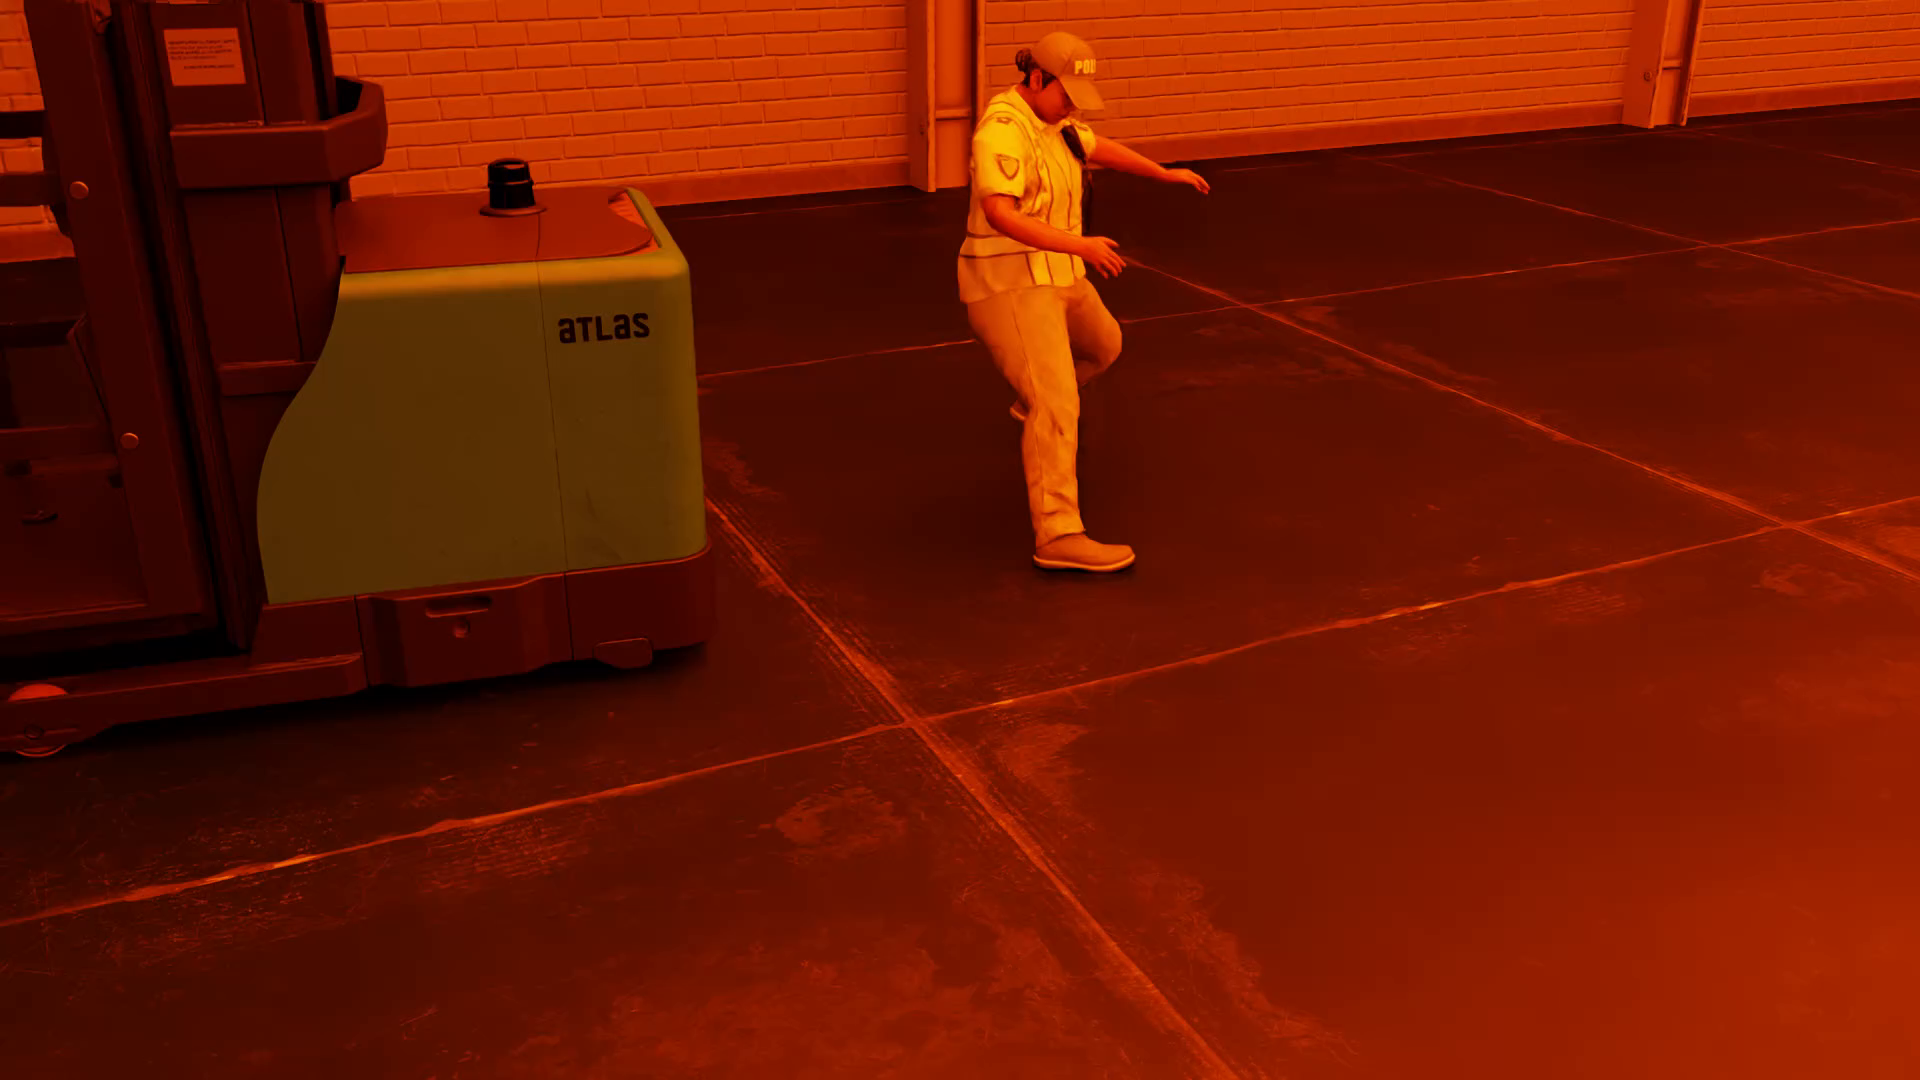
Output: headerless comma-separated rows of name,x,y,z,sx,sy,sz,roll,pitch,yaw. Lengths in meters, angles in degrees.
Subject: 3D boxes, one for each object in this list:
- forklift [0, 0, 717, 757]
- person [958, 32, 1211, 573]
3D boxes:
forklift,-2.212,-1.051,3.817,3.031,2.935,1.130,-6,23,-15
person,0.363,-0.831,5.197,0.789,1.461,1.285,10,25,23
